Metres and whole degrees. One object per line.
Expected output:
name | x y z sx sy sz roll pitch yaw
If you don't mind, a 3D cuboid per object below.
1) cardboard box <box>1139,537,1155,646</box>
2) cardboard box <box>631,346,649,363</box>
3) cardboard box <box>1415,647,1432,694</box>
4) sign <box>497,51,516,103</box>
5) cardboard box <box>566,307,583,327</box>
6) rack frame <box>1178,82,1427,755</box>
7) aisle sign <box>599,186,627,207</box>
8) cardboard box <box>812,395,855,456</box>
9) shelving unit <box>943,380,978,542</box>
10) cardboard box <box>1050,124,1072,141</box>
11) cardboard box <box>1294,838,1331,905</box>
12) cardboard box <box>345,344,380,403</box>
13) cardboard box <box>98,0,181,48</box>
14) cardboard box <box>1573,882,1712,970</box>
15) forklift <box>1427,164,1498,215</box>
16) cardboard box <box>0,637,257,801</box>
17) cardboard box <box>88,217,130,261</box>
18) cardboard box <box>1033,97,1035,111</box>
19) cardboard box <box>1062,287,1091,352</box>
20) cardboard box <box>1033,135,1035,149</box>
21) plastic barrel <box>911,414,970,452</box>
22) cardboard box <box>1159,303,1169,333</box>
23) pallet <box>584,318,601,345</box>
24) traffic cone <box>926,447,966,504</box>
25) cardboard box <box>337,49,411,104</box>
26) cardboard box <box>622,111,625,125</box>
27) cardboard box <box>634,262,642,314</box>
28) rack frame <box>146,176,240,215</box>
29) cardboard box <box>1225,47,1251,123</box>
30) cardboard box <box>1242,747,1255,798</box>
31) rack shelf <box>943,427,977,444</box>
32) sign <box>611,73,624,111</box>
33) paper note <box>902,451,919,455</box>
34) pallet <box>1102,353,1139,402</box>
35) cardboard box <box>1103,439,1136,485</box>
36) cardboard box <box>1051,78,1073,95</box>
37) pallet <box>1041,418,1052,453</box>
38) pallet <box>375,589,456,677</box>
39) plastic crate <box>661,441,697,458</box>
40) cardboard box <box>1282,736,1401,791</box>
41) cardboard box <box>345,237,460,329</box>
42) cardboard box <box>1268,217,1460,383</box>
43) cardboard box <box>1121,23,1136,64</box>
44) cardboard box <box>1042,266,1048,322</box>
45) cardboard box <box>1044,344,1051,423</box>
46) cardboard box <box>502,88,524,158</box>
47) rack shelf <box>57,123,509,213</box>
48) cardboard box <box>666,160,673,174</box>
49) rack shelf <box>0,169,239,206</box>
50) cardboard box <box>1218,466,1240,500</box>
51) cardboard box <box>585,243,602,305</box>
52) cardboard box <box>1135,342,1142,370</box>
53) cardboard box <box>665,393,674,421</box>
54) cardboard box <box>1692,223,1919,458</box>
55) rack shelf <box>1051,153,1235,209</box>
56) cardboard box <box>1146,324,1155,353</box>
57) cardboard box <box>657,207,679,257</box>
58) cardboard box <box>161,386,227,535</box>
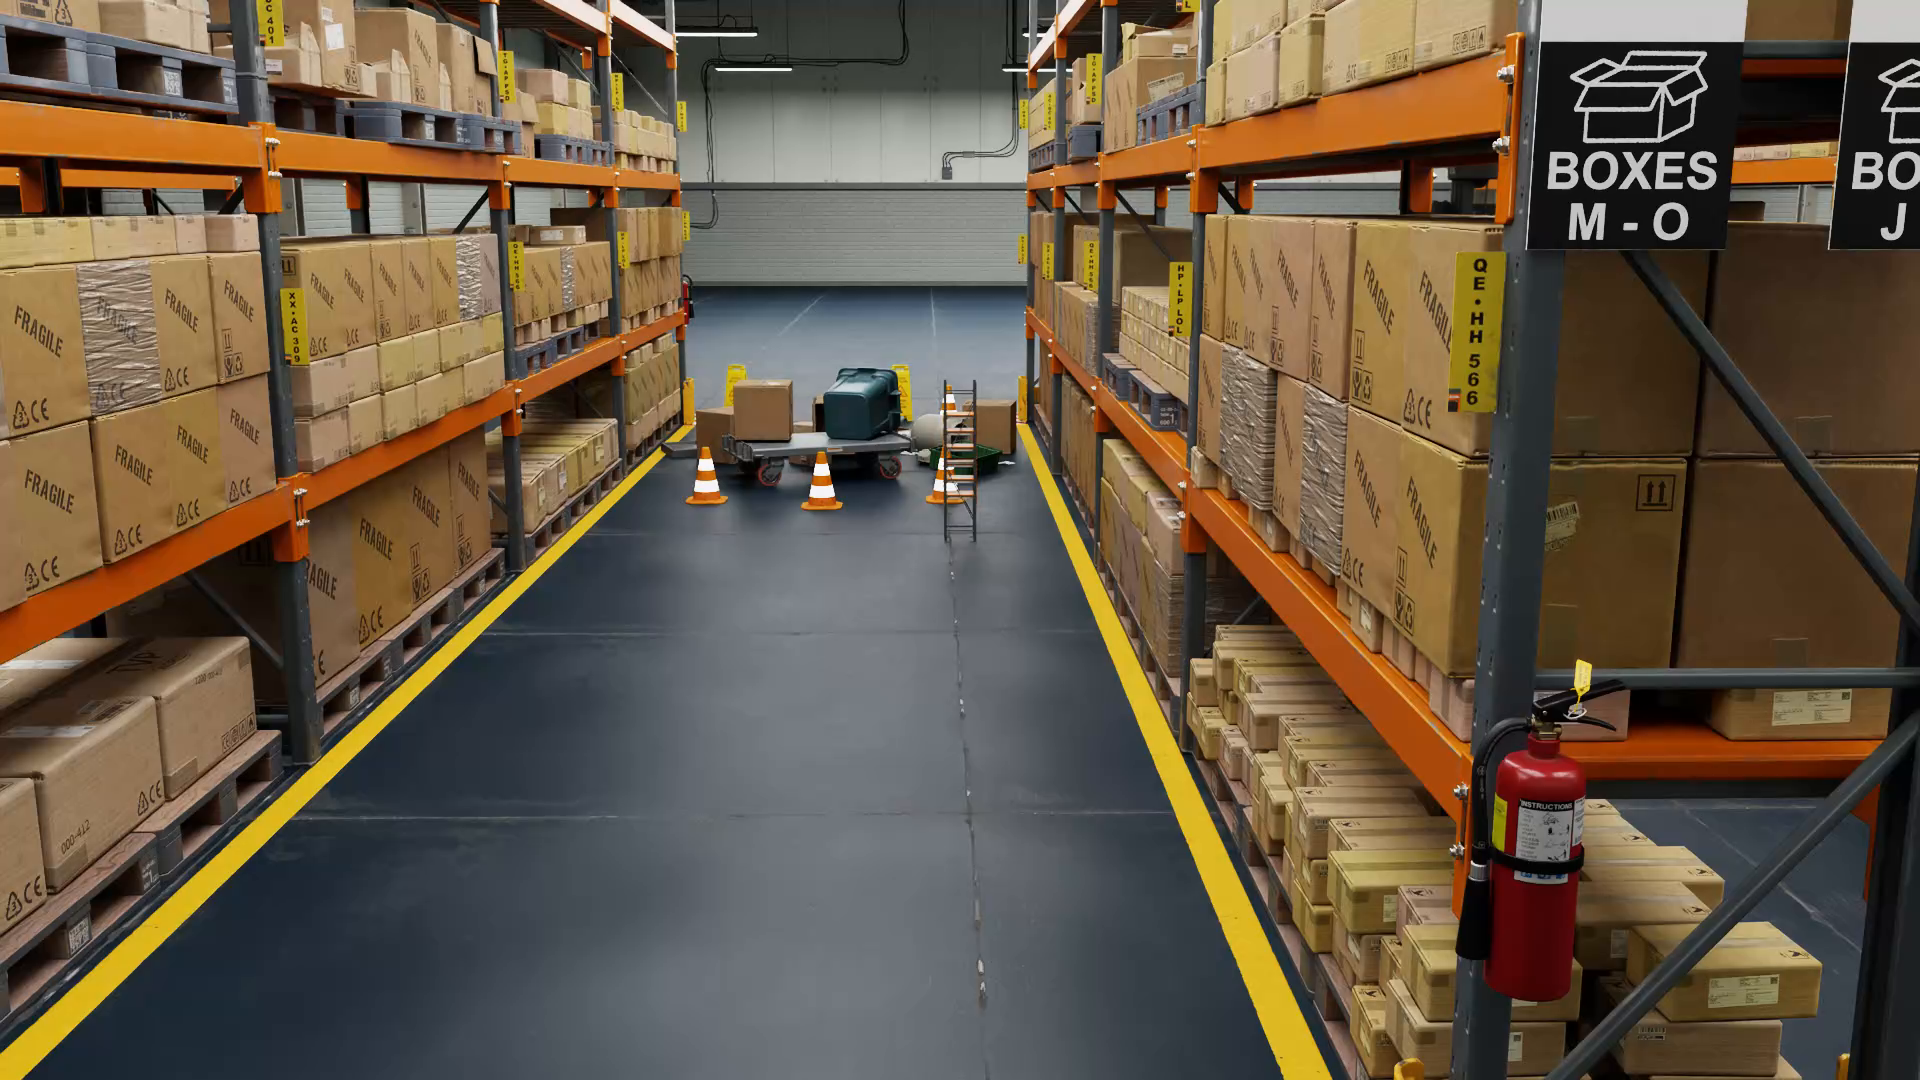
cardboard box | 1.248 0.278 8.877 0.500 0.500 0.500 -1 11 -2
cardboard box | -3.284 -1.833 16.390 0.380 0.149 0.250 0 11 1
cardboard box | 1.351 0.311 4.111 0.380 0.149 0.250 0 11 -1
sign | -2.949 -3.011 10.813 0.100 0.325 0.005 0 11 -1
cardboard box | -3.294 -1.822 13.572 0.380 0.149 0.250 0 11 -1
rack frame | 1.525 -0.494 7.448 1.000 3.000 0.127 0 11 -1
aisle sign | -3.981 -4.124 18.802 0.394 0.787 0.004 0 11 -1
cardboard box | -1.075 -1.157 16.655 0.797 0.637 0.503 0 11 -1
shelving unit | 0.000 -0.591 12.454 0.258 1.200 0.189 0 11 -1
cardboard box | 1.033 -3.757 15.312 0.380 0.149 0.250 0 11 -1
cardboard box | 1.275 1.037 5.268 0.380 0.149 0.250 0 11 0
cardboard box | -3.188 -0.817 8.161 0.500 0.250 0.500 0 11 0
cardboard box | -3.083 -1.877 6.045 0.380 0.149 0.250 0 11 0
cardboard box | 1.811 1.042 4.499 0.380 0.149 0.250 0 11 0
forklift | 4.081 -1.549 12.822 1.130 2.935 3.031 1 12 5
cardboard box | -3.516 0.722 6.844 0.875 0.438 0.875 0 11 -2
cardboard box | -3.141 -1.048 5.782 0.380 0.149 0.250 0 11 -2
cardboard box | 0.980 -4.653 17.724 0.380 0.149 0.250 0 11 -1
cardboard box | 1.120 -1.827 13.771 0.500 0.500 0.500 0 11 -1
cardboard box | 0.980 -4.260 17.795 0.380 0.149 0.250 0 11 -1
plastic barrel | -0.197 -1.040 16.623 0.512 0.421 0.421 9 15 38
cardboard box | 1.295 -1.206 9.038 0.380 0.149 0.250 -1 11 -4
pallet | -3.717 -1.797 14.354 1.003 0.211 1.213 0 11 -1
traffic cone | -0.122 -0.568 14.194 0.336 0.463 0.334 0 11 -1
cardboard box | -3.110 -2.428 8.719 0.396 0.266 0.258 1 11 4
cardboard box | -3.302 -3.897 15.304 0.380 0.149 0.250 0 11 1
cardboard box | -3.351 -2.426 15.976 0.500 0.500 0.500 0 11 -1
rack frame | -8.632 -2.817 18.902 1.000 3.000 0.127 0 11 -1
cardboard box | 1.290 -1.697 6.215 0.500 0.250 0.500 0 11 -2
cardboard box | 1.329 0.924 6.575 0.380 0.149 0.250 0 11 -2
rack shelf | 0.000 -0.783 12.415 0.258 0.103 0.180 0 11 -1
sign | -3.032 -3.963 14.713 0.100 0.325 0.005 0 11 -1
paper note | -0.498 -0.887 16.876 0.172 0.023 0.155 4 12 18
pallet | 1.564 -1.053 10.690 1.213 0.211 1.003 0 11 -1
cardboard box | 1.215 -0.499 10.818 0.500 0.250 0.500 -1 11 -4
cardboard box | 1.033 -4.148 15.234 0.380 0.149 0.250 0 11 -2
pallet | 1.394 -1.112 17.508 1.003 0.211 1.213 0 11 -1
pallet | -3.541 0.517 9.478 1.003 0.211 1.213 0 11 -1
plastic crate | -2.800 -0.928 16.932 0.402 0.080 0.583 -4 12 -21
cardboard box | 1.332 0.786 5.757 0.380 0.149 0.250 0 11 -1
cardboard box | -3.210 -1.485 9.568 0.500 0.500 0.500 0 11 -1
cardboard box | 1.305 -0.782 5.357 0.500 0.500 0.500 -1 11 -3
cardboard box | 1.186 -2.999 10.075 0.396 0.266 0.258 0 11 -1
cardboard box | 1.302 -2.553 17.220 0.875 0.550 0.500 0 11 -1
cardboard box | 1.377 -1.734 17.850 0.875 0.875 0.875 0 11 -2
cardboard box | -3.514 -2.956 11.788 0.700 0.500 0.500 0 11 -1
rack shelf | -3.463 -1.968 8.981 1.077 0.370 4.000 0 11 -1
cardboard box | -3.345 -4.066 18.146 0.380 0.149 0.250 0 11 -1
rack shelf | -8.591 -3.537 16.716 1.077 0.370 4.000 0 11 -1
cardboard box | 1.283 -0.262 6.937 0.380 0.149 0.250 0 11 1
cardboard box | -3.337 -2.255 14.072 0.500 0.500 0.500 0 11 -1
cardboard box | 1.268 -1.121 10.116 0.380 0.149 0.250 0 11 1
cardboard box | -3.381 -1.434 17.944 0.500 0.250 0.500 0 11 -1
cardboard box | 1.864 -0.474 3.835 0.500 0.500 0.500 0 11 -2
rack shelf | 1.401 -2.804 13.100 1.077 0.370 4.000 0 11 -1
cardboard box | 1.280 -1.164 9.581 0.380 0.149 0.250 0 11 -2
cardboard box | -3.325 -3.221 17.377 0.700 0.500 0.500 0 11 -2
cardboard box | -3.141 -0.309 6.285 0.500 0.500 0.500 -1 11 -3
